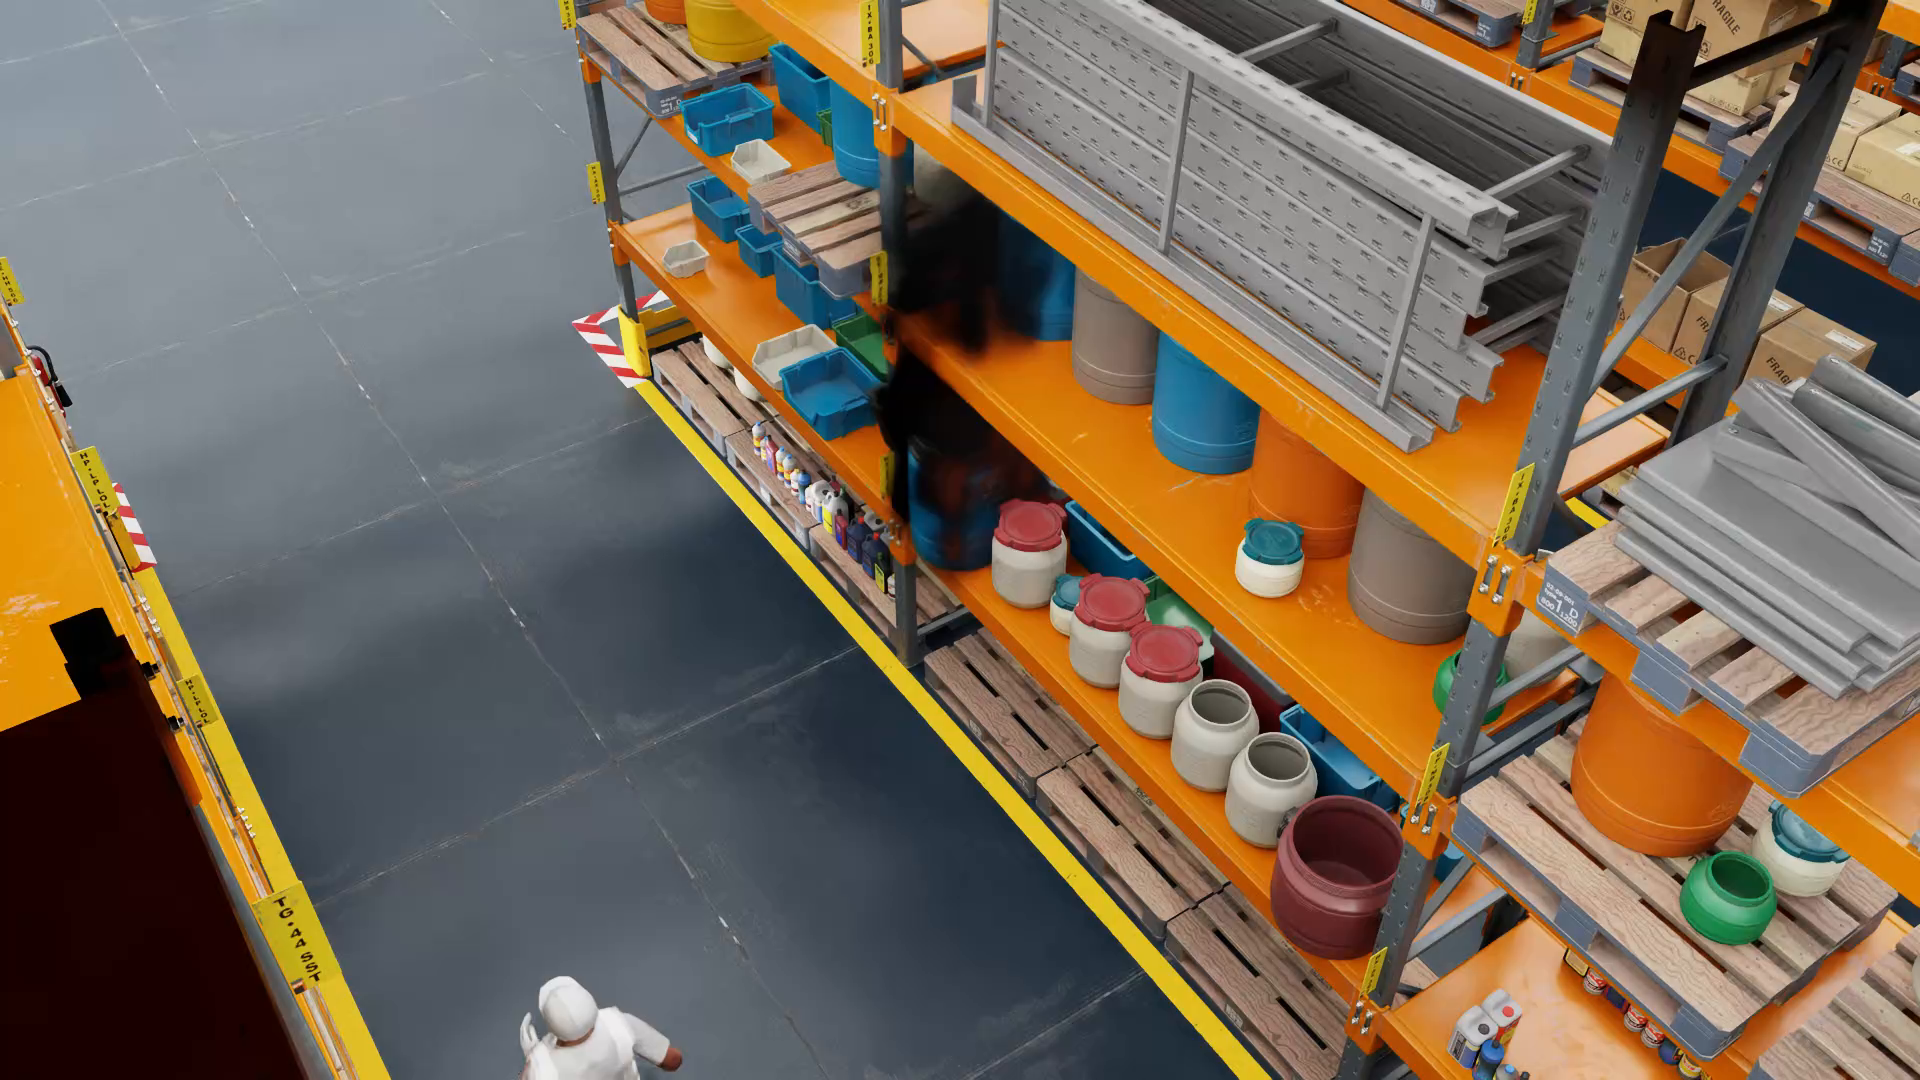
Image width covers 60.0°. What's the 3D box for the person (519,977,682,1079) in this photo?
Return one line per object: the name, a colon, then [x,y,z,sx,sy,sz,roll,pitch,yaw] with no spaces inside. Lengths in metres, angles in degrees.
person: [-1.617,2.485,7.343,0.685,1.817,0.952,-30,50,-29]
